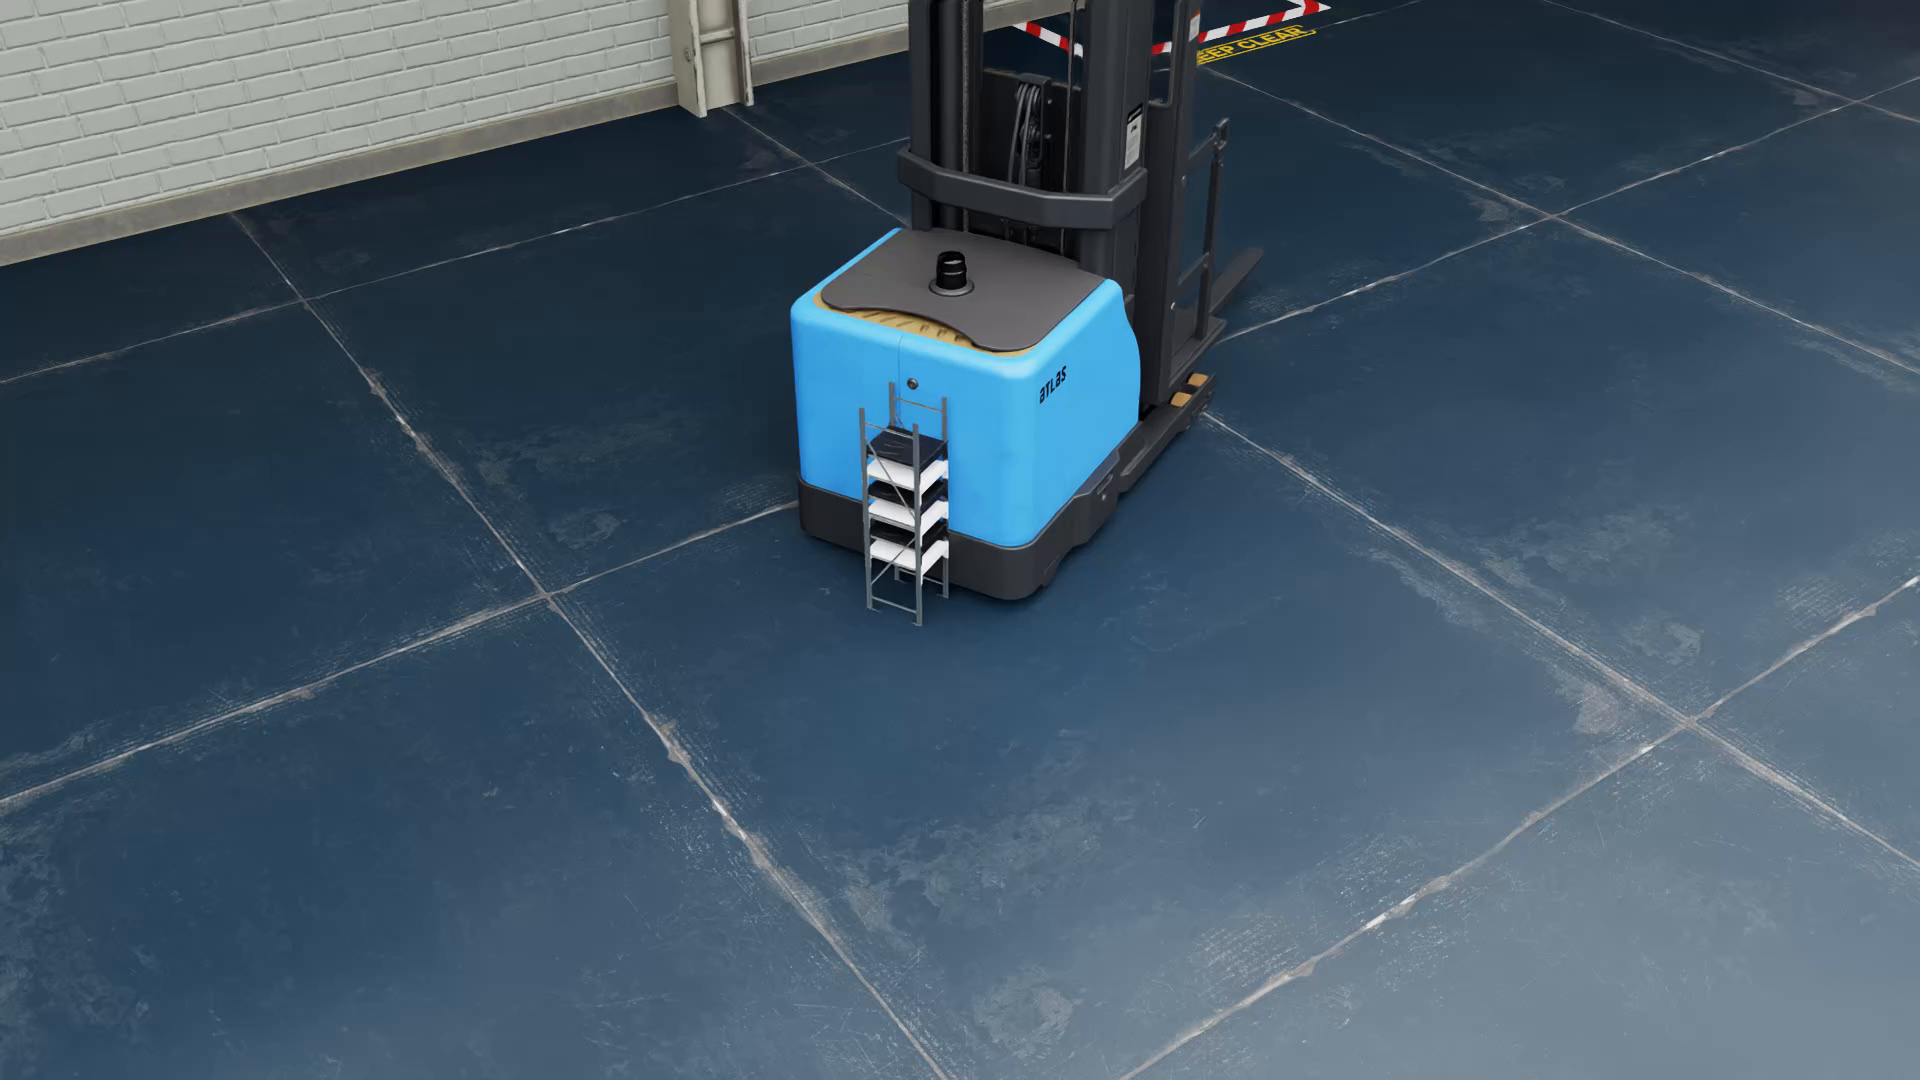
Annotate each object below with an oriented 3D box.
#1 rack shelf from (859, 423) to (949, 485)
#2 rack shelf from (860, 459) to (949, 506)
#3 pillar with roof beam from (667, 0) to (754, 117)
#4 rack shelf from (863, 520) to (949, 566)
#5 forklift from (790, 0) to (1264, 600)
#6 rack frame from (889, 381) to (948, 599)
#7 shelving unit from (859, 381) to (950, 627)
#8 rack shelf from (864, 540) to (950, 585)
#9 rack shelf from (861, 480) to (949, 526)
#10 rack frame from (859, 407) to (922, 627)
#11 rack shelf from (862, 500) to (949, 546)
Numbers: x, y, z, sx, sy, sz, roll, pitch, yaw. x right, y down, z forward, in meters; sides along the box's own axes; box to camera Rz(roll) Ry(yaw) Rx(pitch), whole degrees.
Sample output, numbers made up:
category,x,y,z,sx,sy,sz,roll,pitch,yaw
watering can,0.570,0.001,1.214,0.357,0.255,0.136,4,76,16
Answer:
category,x,y,z,sx,sy,sz,roll,pitch,yaw
rack shelf,-0.201,-0.314,6.010,0.258,0.077,0.200,18,39,23
rack shelf,-0.201,-0.240,6.062,0.258,0.077,0.200,18,39,23
pillar with roof beam,0.918,-4.389,5.145,0.400,9.000,9.100,-22,41,-28
rack shelf,-0.201,-0.021,6.220,0.258,0.077,0.200,18,39,23
forklift,0.511,-1.801,6.744,1.130,2.935,3.031,18,39,23
rack frame,-0.151,-0.173,6.220,0.240,0.900,0.006,18,39,23
shelving unit,-0.201,-0.121,6.148,0.258,0.900,0.210,18,39,23
rack shelf,-0.201,0.052,6.273,0.258,0.077,0.200,18,39,23
rack shelf,-0.201,-0.167,6.115,0.258,0.077,0.200,18,39,23
rack frame,-0.250,-0.070,6.076,0.240,0.900,0.006,18,39,23
rack shelf,-0.201,-0.094,6.168,0.258,0.077,0.200,18,39,23
